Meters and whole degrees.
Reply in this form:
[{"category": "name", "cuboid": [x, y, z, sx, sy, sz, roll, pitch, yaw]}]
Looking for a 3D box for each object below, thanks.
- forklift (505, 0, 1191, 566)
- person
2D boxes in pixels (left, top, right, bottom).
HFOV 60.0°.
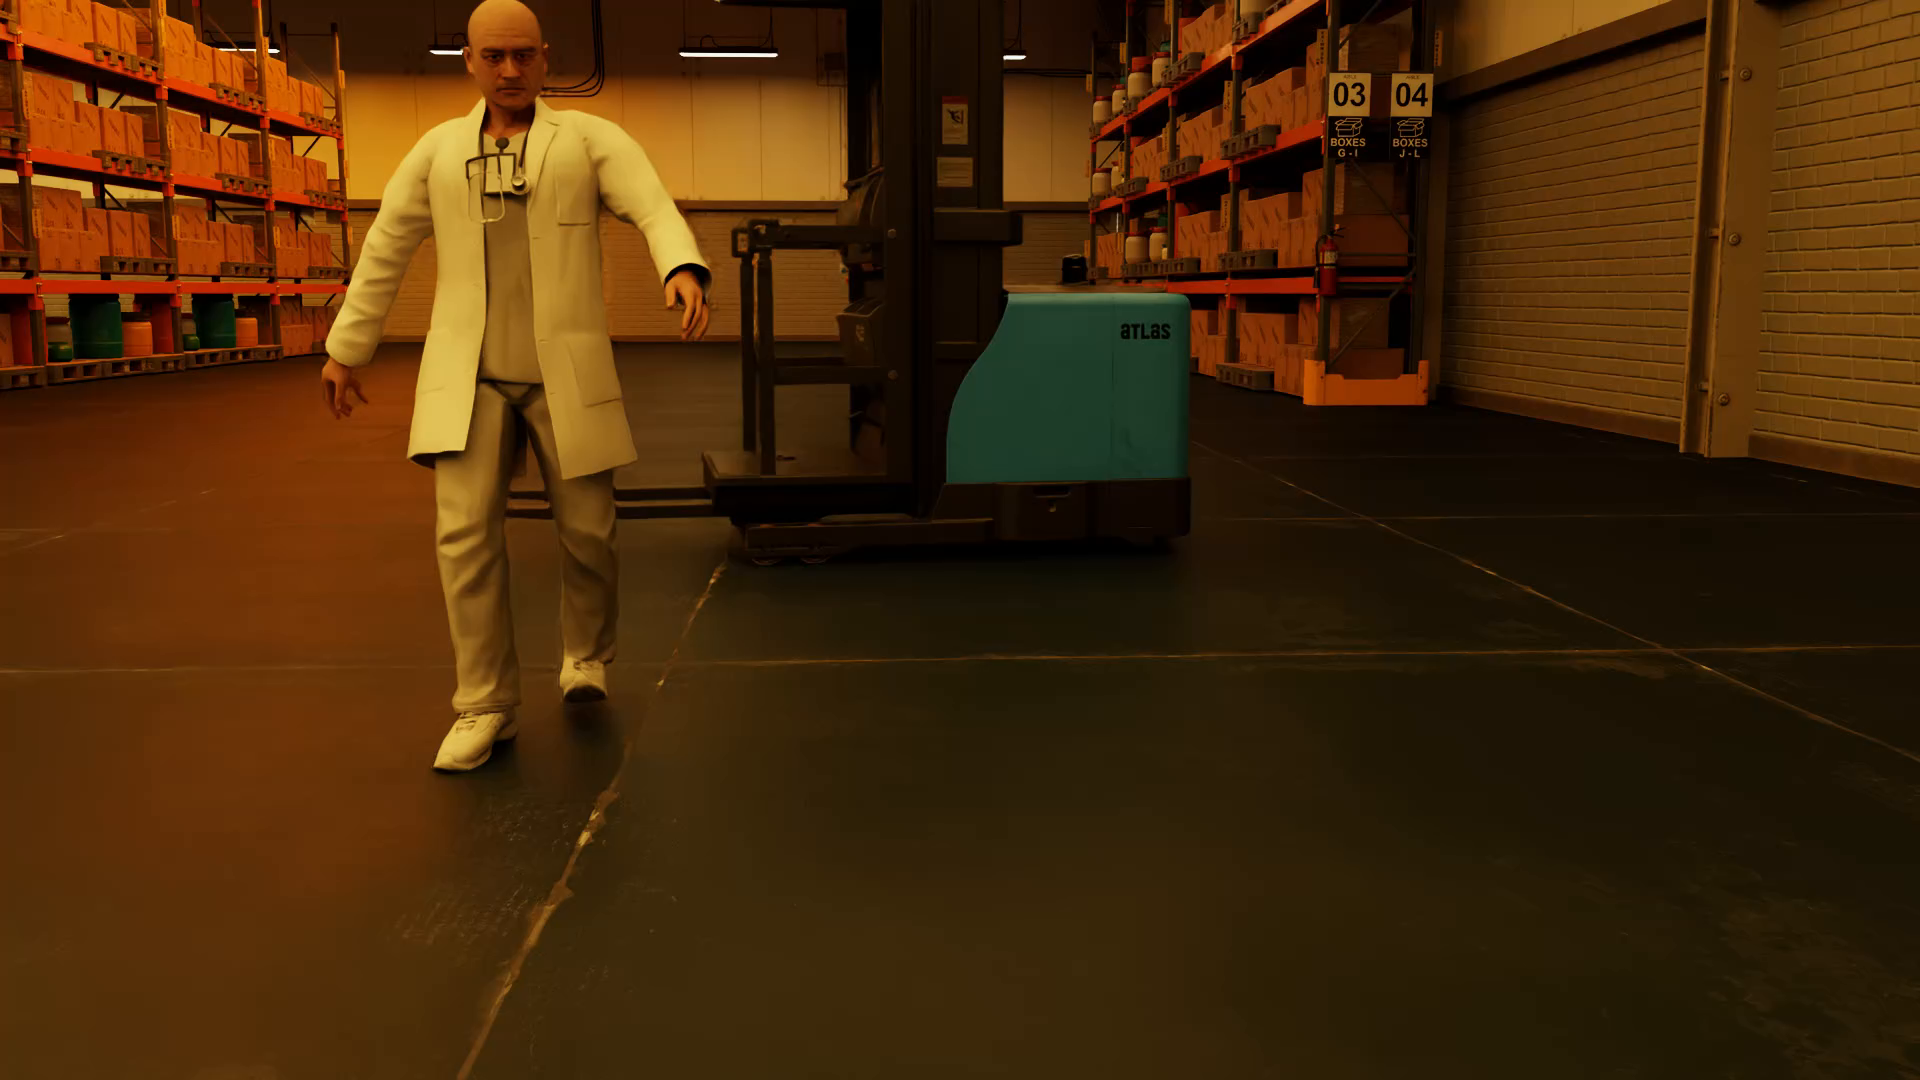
[{"category": "forklift", "cuboid": [-0.599, -1.431, 6.966, 3.031, 2.935, 1.130, -2, 9, -11]}, {"category": "person", "cuboid": [-1.071, -0.389, 3.991, 0.980, 1.760, 0.806, -1, 8, -6]}]
